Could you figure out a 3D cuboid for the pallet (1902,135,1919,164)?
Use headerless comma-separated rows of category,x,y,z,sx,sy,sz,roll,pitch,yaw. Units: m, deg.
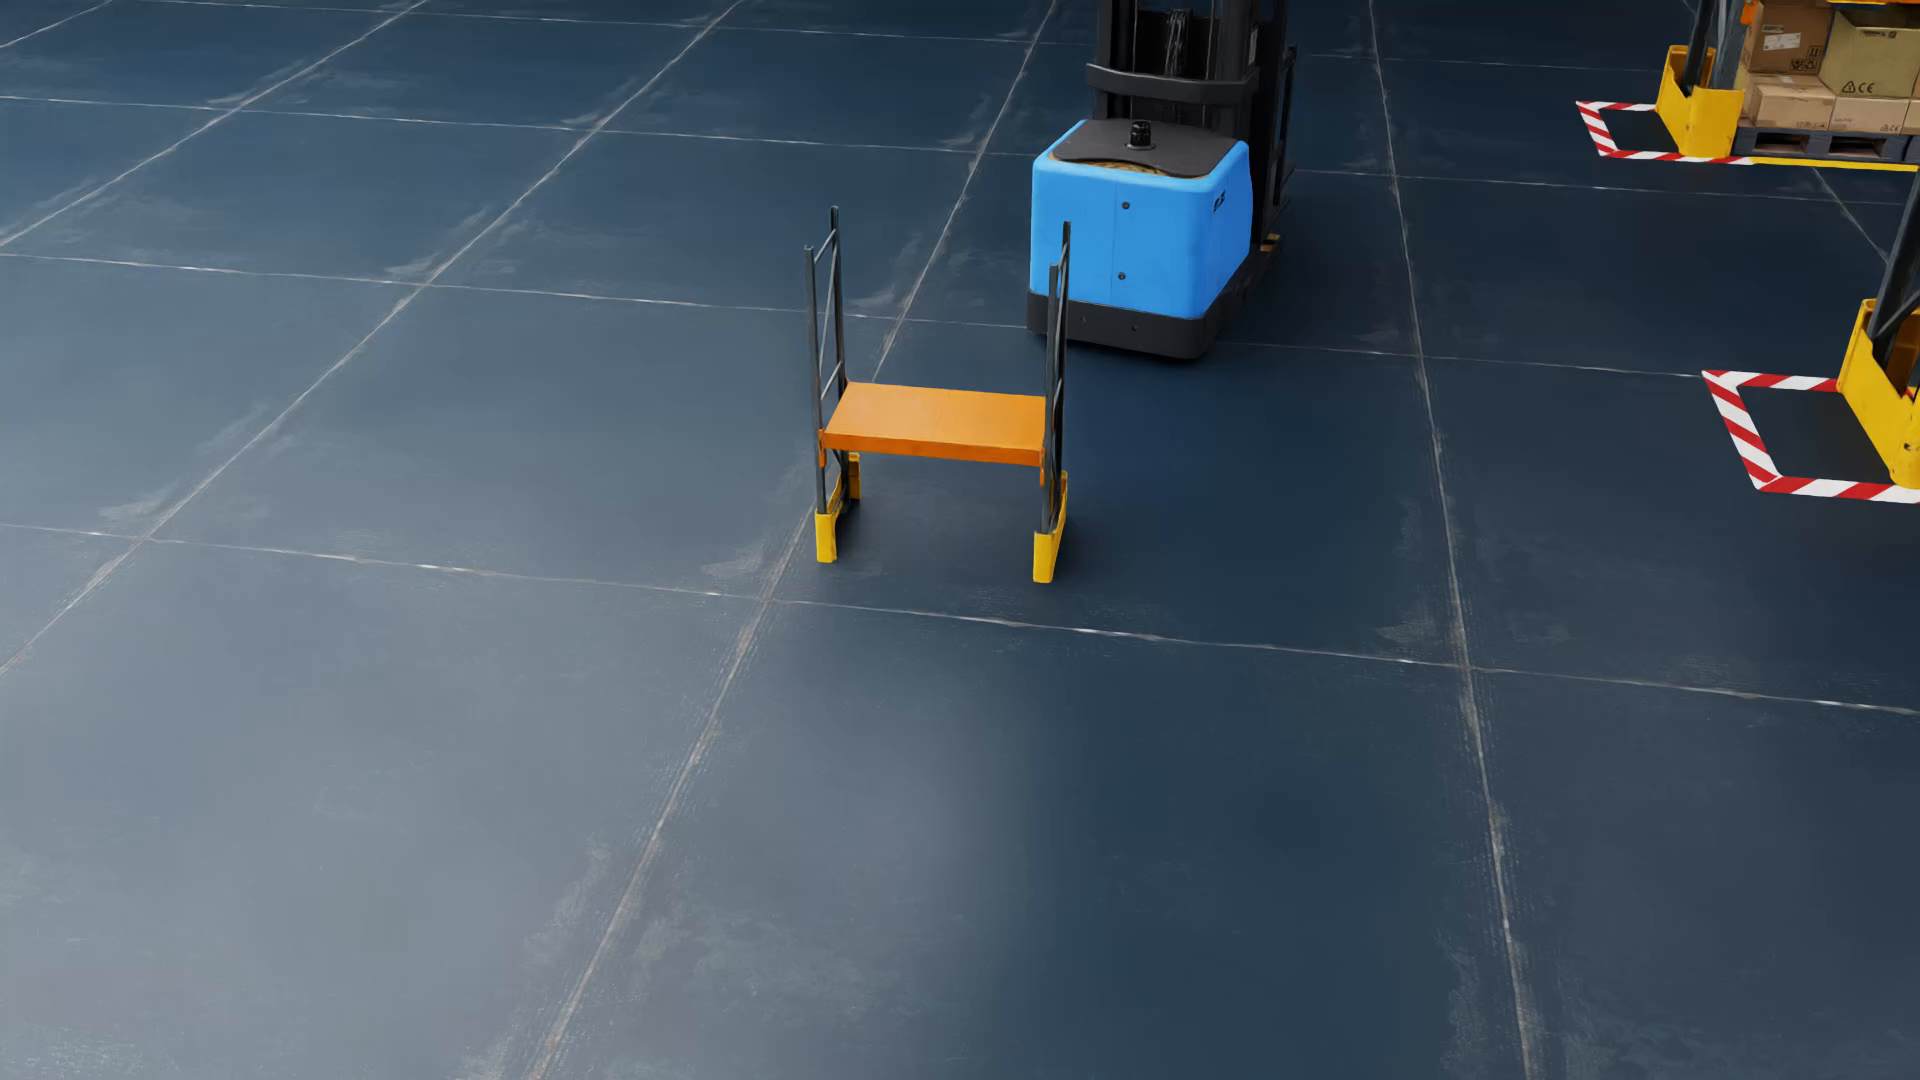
pallet,7.581,-3.051,12.426,1.213,0.211,1.003,5,32,8

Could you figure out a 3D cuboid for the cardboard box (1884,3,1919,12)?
cardboard box,7.188,-3.746,12.397,0.500,0.500,0.500,5,32,8

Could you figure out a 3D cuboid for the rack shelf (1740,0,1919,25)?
rack shelf,7.592,-3.906,11.842,4.000,0.370,1.077,5,32,8

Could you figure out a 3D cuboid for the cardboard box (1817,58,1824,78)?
cardboard box,6.694,-3.471,12.663,0.500,0.250,0.500,5,32,8

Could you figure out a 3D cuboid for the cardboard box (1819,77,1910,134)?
cardboard box,6.605,-3.195,12.224,0.500,0.250,0.500,5,32,8

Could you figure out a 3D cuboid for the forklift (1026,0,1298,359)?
forklift,1.427,-3.014,9.802,1.130,2.935,3.031,13,34,19

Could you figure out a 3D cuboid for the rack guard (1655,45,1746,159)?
rack guard,5.597,-3.332,12.603,0.348,0.500,1.175,5,32,8

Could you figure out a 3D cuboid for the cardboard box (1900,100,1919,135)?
cardboard box,7.098,-3.150,12.152,0.500,0.250,0.500,5,32,8

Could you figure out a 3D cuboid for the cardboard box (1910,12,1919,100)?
cardboard box,7.100,-3.474,11.963,0.500,0.500,0.500,5,32,8

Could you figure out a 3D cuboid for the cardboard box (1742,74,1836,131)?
cardboard box,6.112,-3.238,12.292,0.500,0.250,0.500,5,32,8

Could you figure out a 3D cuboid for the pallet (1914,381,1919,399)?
pallet,5.666,-0.560,8.446,1.213,0.211,1.003,5,32,8

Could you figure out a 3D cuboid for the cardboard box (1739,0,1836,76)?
cardboard box,6.199,-3.828,12.527,0.500,0.500,0.500,5,32,8

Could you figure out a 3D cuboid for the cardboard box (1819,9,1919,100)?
cardboard box,6.605,-3.512,12.023,0.500,0.500,0.500,5,32,8

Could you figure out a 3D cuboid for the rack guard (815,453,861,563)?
rack guard,-0.566,-0.157,7.766,0.087,0.250,0.587,5,32,8

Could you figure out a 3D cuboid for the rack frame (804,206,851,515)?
rack frame,-0.585,-0.689,7.437,0.032,1.500,0.500,5,32,8

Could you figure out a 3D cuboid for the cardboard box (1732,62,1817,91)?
cardboard box,6.199,-3.509,12.725,0.500,0.250,0.500,5,32,8

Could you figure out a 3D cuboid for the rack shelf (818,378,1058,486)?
rack shelf,-0.084,-0.491,7.460,1.000,0.185,0.538,5,32,8

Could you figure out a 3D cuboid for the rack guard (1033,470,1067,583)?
rack guard,0.416,-0.068,7.624,0.087,0.250,0.587,5,32,8

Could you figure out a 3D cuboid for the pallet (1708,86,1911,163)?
pallet,6.382,-3.161,12.602,1.213,0.211,1.003,5,32,8

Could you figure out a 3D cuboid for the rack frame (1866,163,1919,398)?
rack frame,4.784,-1.799,7.798,0.127,3.000,1.000,5,32,8

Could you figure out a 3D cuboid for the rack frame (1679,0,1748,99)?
rack frame,5.621,-4.390,11.936,0.127,3.000,1.000,5,32,8

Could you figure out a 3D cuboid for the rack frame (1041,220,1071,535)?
rack frame,0.417,-0.598,7.292,0.032,1.500,0.500,5,32,8

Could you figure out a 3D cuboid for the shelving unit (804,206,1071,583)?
shelving unit,-0.075,-0.643,7.363,1.083,1.500,0.587,5,32,8

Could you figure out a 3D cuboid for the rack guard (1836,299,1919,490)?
rack guard,4.866,-0.758,8.489,0.348,0.500,1.175,5,32,8
